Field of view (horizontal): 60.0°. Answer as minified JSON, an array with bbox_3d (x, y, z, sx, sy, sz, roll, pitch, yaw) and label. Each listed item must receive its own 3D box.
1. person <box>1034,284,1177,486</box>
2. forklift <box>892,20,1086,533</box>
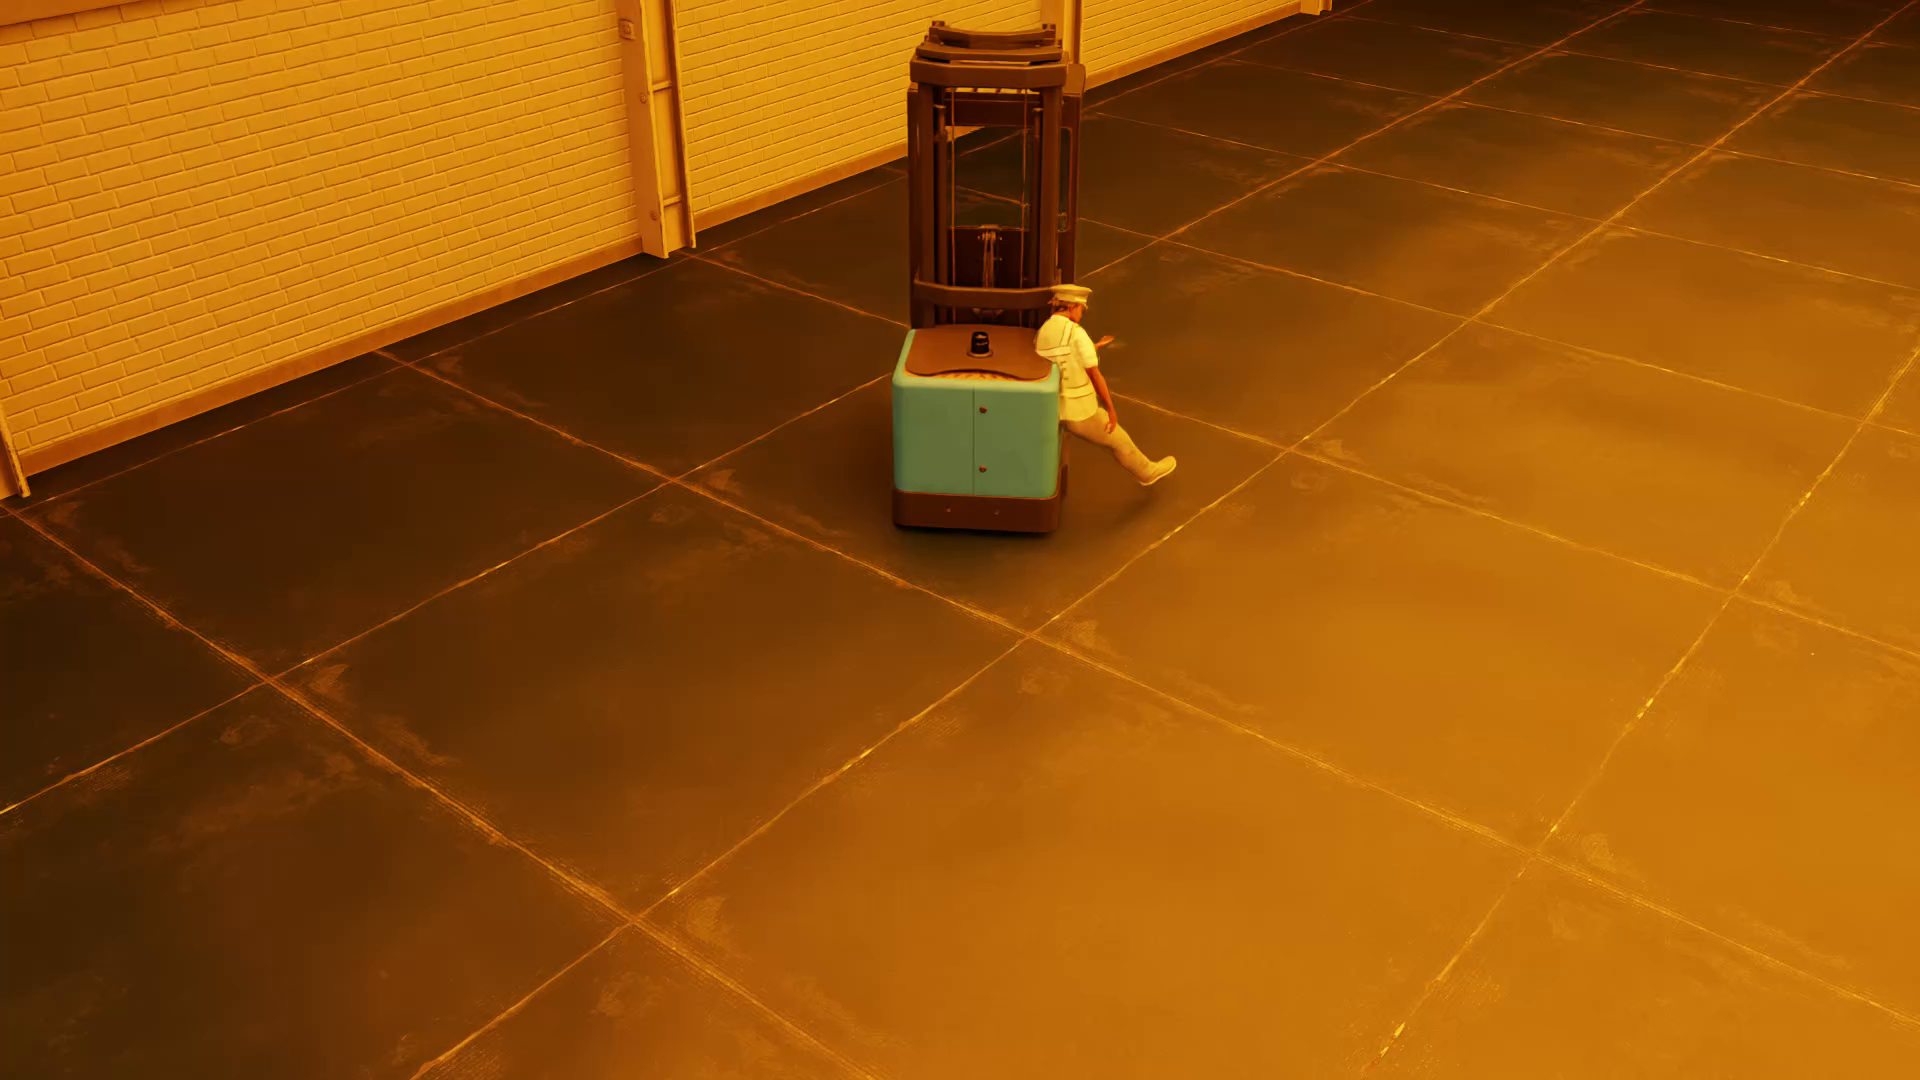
[{"bbox_3d":[0.795,-1.023,10.711,1.014,1.413,0.940,-24,38,-35],"label":"person"},{"bbox_3d":[0.239,-2.031,11.071,1.130,2.935,3.031,3,30,5],"label":"forklift"}]
